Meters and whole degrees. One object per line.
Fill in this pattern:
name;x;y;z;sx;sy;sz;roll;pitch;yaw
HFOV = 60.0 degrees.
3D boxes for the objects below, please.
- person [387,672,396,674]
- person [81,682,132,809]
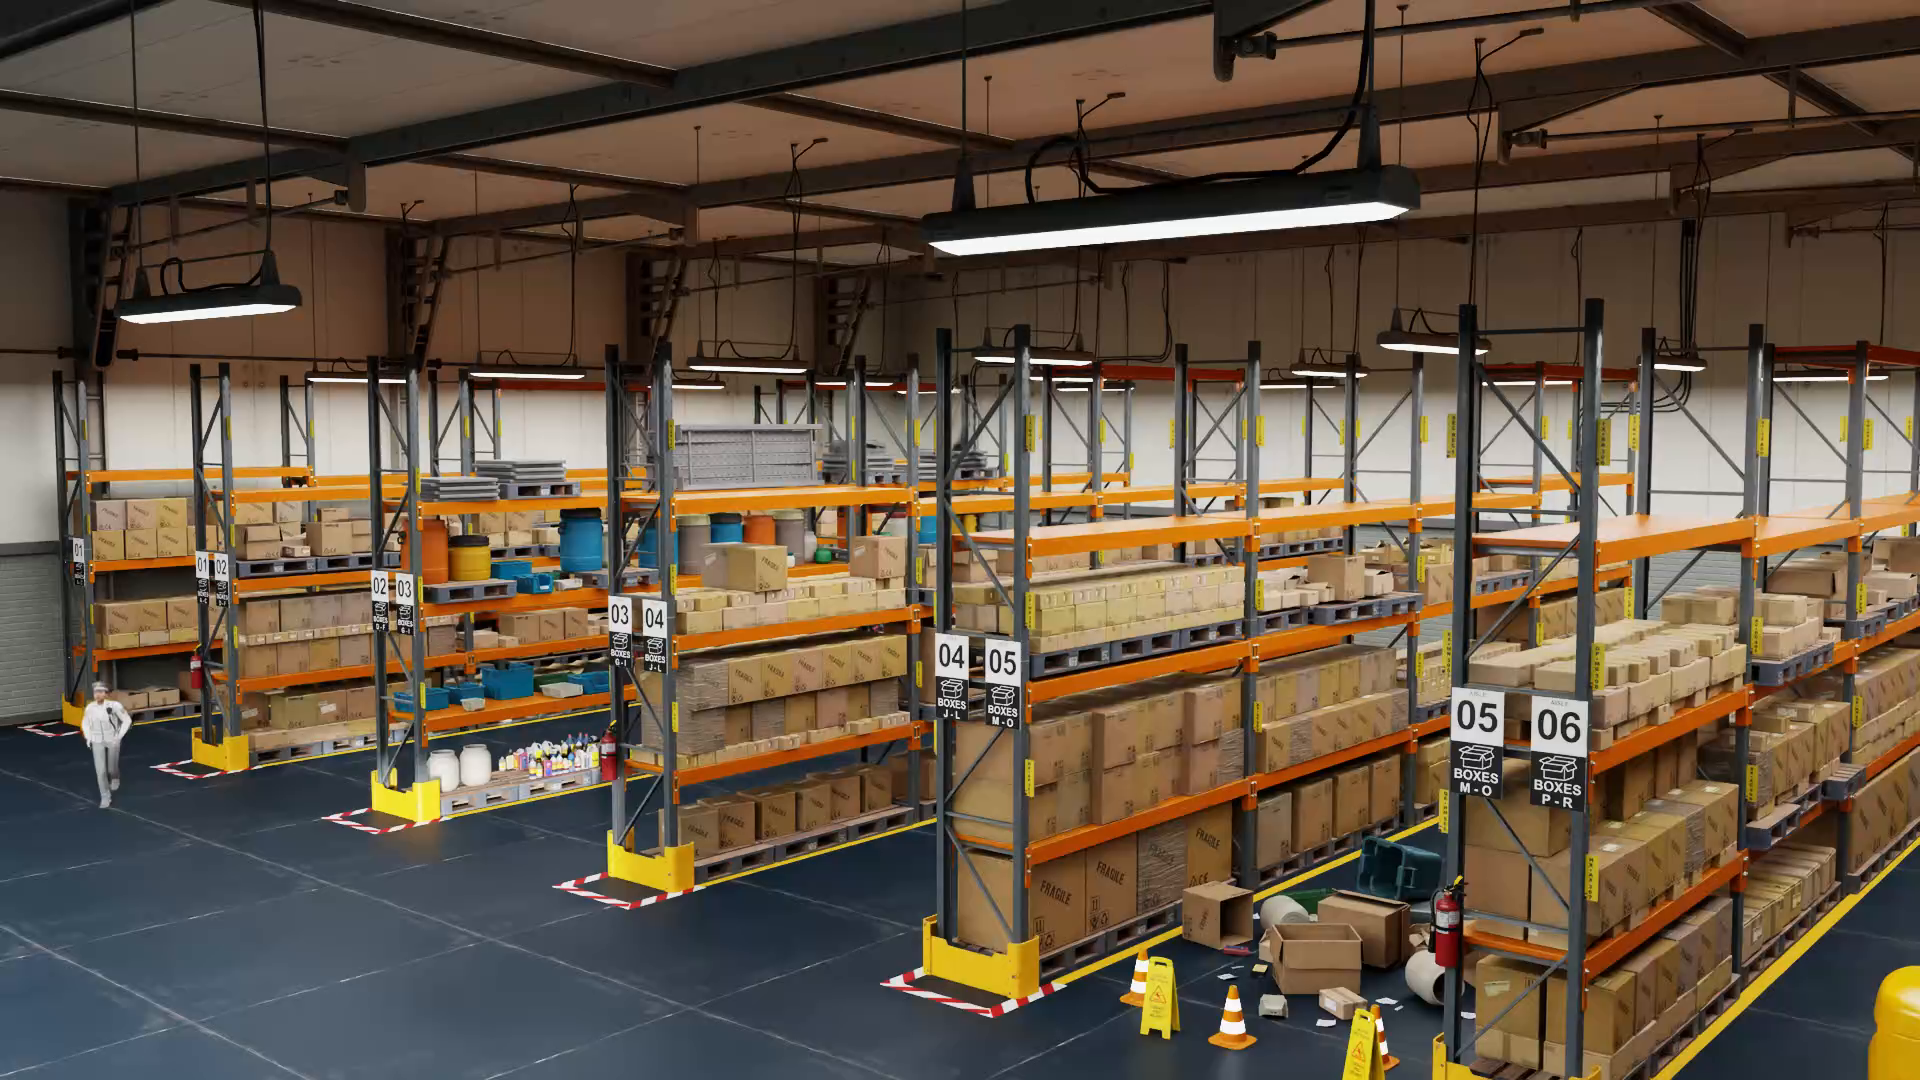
person;-9.908;2.201;29.144;0.712;1.754;0.932;3;5;34
person;-11.489;2.726;22.411;0.621;1.683;0.660;-1;4;-14
